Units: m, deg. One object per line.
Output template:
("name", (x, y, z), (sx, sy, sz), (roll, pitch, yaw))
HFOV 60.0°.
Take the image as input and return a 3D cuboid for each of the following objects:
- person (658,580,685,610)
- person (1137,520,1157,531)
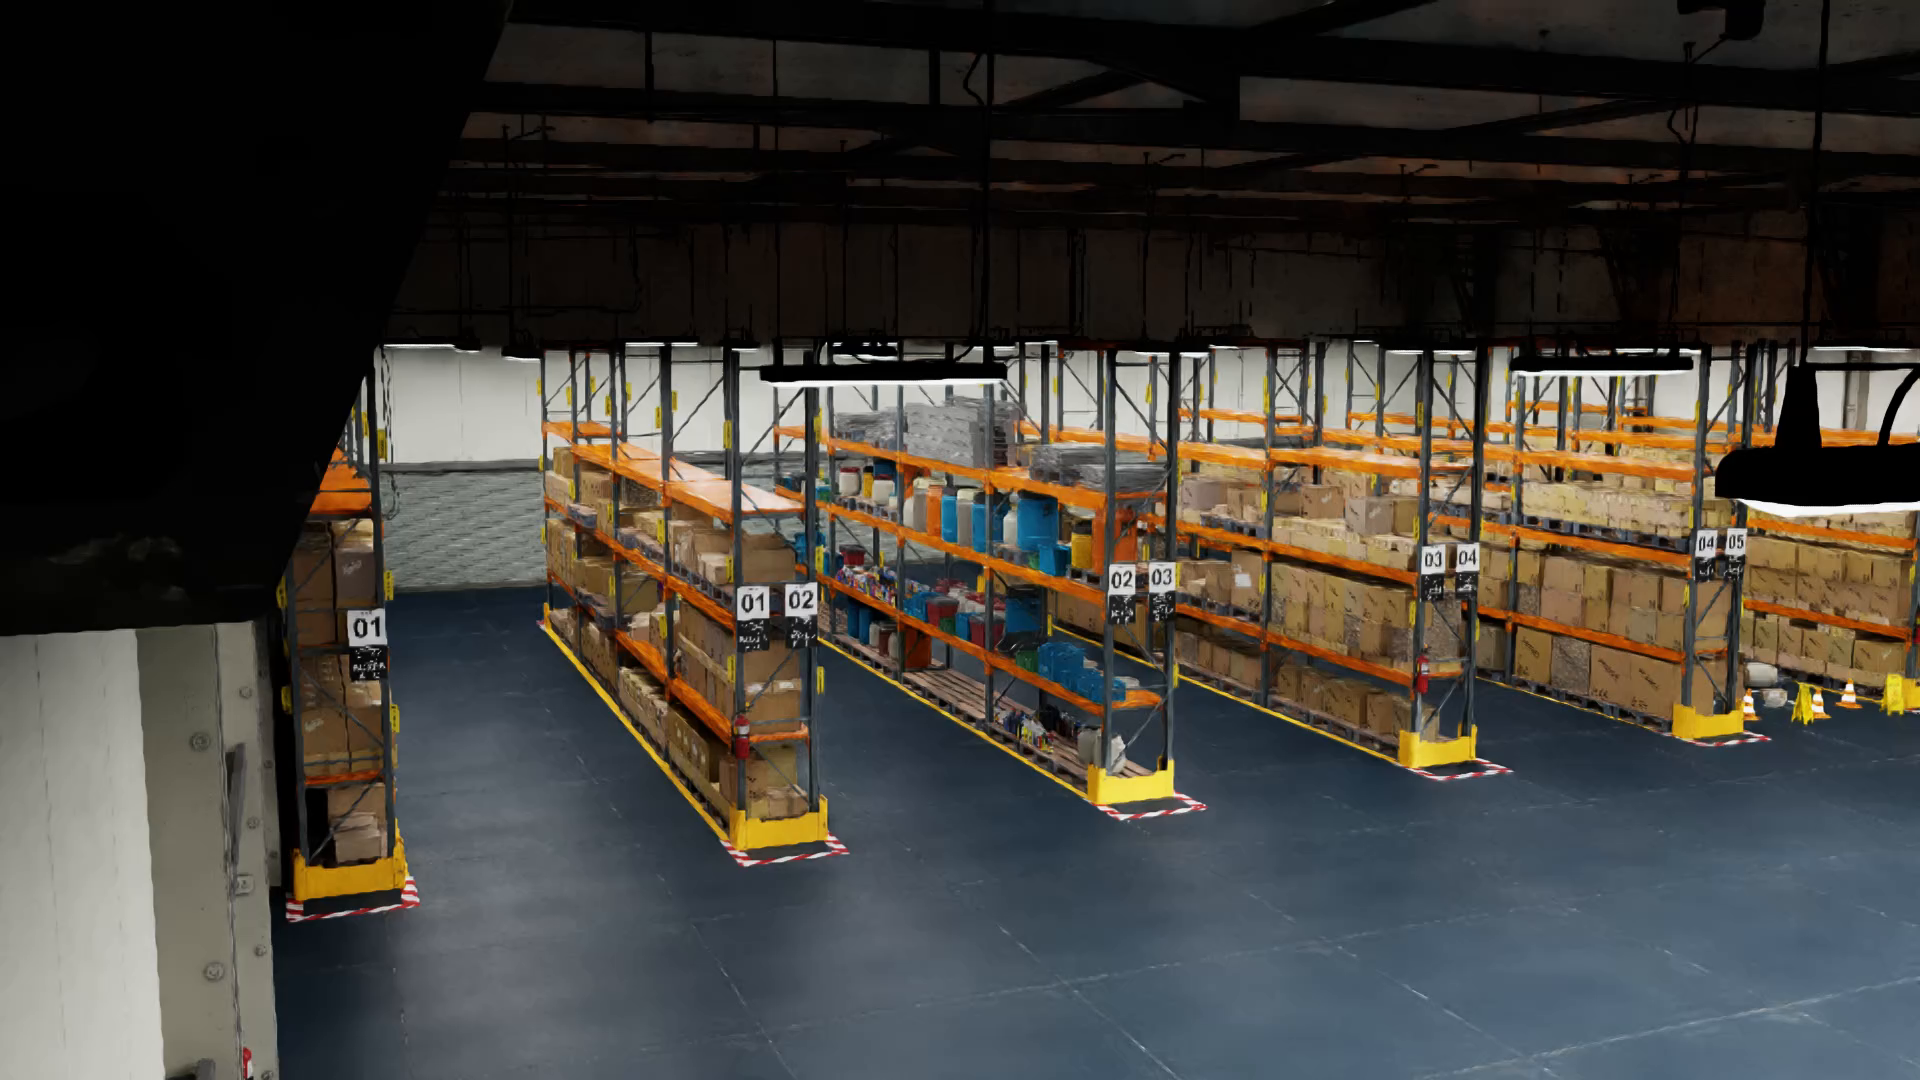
("person", (-5.705, 1.181, 33.073), (0.582, 1.686, 1.113), (-3, 8, -24))
("person", (4.572, 0.103, 41.203), (0.648, 1.749, 0.709), (1, 8, 10))
